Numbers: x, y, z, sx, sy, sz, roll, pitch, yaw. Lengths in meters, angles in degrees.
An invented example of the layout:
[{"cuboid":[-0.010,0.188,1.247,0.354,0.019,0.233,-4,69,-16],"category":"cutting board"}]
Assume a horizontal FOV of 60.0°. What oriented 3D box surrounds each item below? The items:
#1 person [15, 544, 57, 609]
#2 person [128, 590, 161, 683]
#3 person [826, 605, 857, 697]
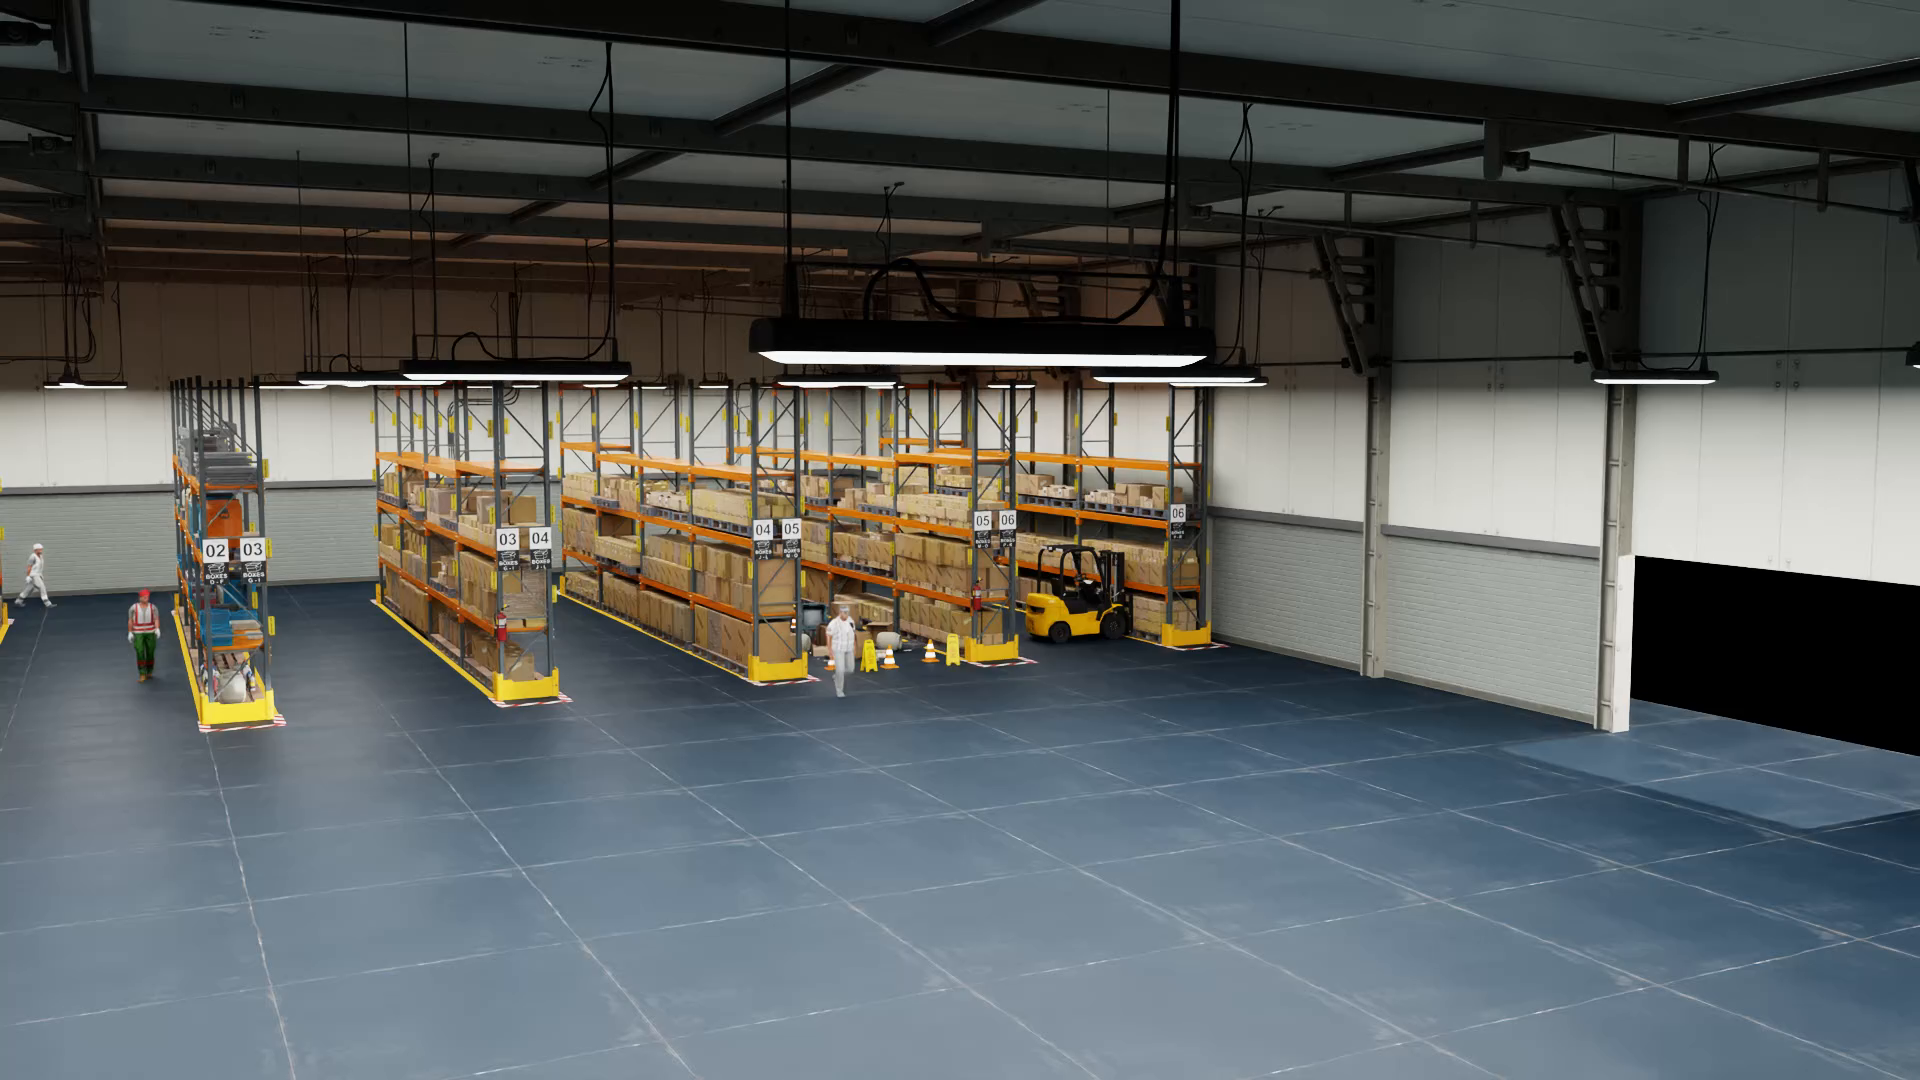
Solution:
[{"cuboid":[-24.465,0.957,43.992,1.143,1.728,0.549,-1,5,-8],"category":"person"},{"cuboid":[-16.227,1.897,33.126,0.575,1.791,0.726,-4,6,-35],"category":"person"},{"cuboid":[-2.264,2.070,31.474,0.626,1.742,0.619,-4,6,-36],"category":"person"}]
